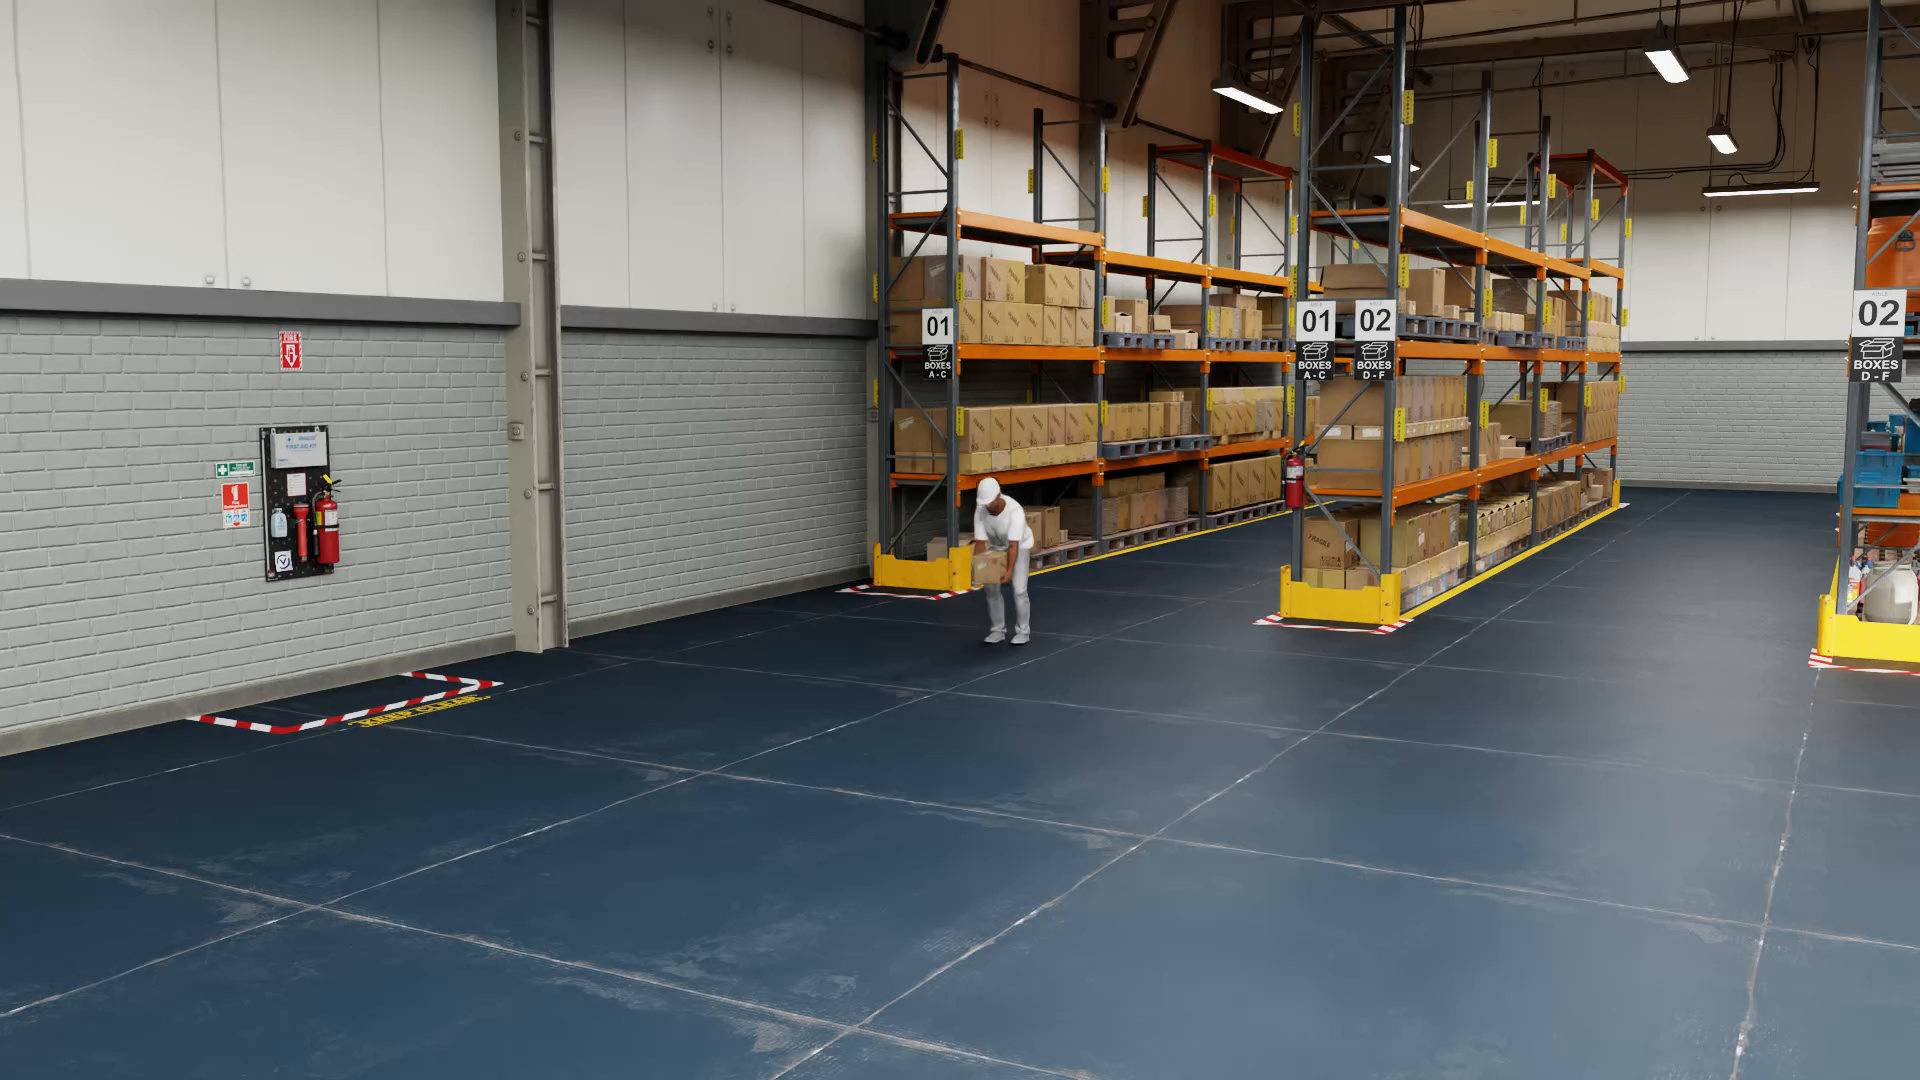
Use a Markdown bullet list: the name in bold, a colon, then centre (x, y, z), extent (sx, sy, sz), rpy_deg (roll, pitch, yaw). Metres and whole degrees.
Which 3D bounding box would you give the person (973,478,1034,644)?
- **person**: centre (0.377, 0.189, 15.216), extent (0.477, 1.554, 0.799), rpy_deg (3, 7, 27)
